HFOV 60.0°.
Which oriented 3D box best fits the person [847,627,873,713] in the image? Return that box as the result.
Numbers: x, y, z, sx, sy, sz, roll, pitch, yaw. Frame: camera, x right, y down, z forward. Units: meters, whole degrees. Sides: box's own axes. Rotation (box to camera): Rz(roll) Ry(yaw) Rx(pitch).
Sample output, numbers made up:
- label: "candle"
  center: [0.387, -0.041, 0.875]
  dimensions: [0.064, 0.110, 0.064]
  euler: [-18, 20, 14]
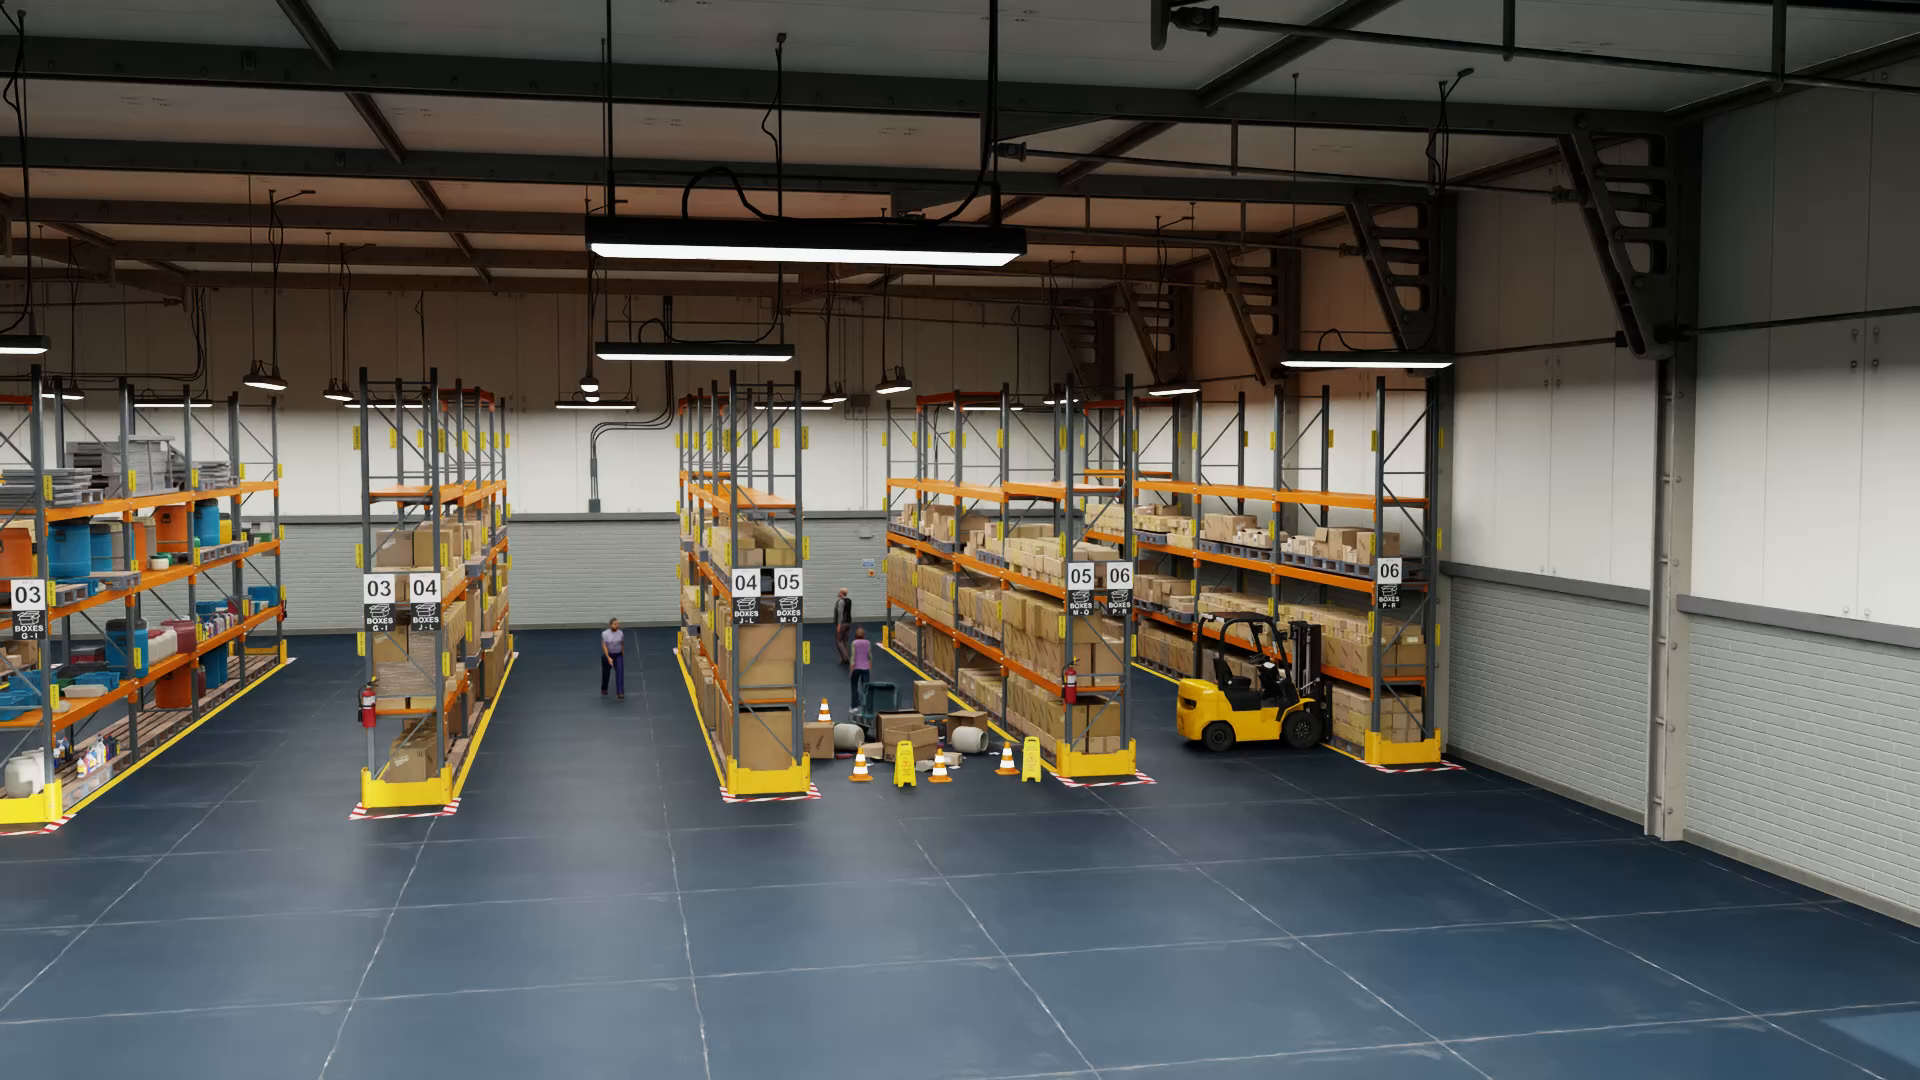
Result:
- label: "person"
  center: [-1.815, 2.407, 30.509]
  dimensions: [0.455, 1.612, 0.664]
  euler: [-1, 4, -18]

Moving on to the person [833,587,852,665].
- label: "person"
  center: [-2.609, 1.945, 37.301]
  dimensions: [0.404, 1.775, 0.579]
  euler: [2, 4, 28]

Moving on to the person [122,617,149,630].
- label: "person"
  center: [-16.276, 2.155, 32.713]
  dimensions: [0.605, 1.775, 0.613]
  euler: [-2, 4, -24]

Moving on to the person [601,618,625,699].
- label: "person"
  center: [-6.726, 2.293, 32.303]
  dimensions: [0.470, 1.546, 1.095]
  euler: [-2, 4, -25]
